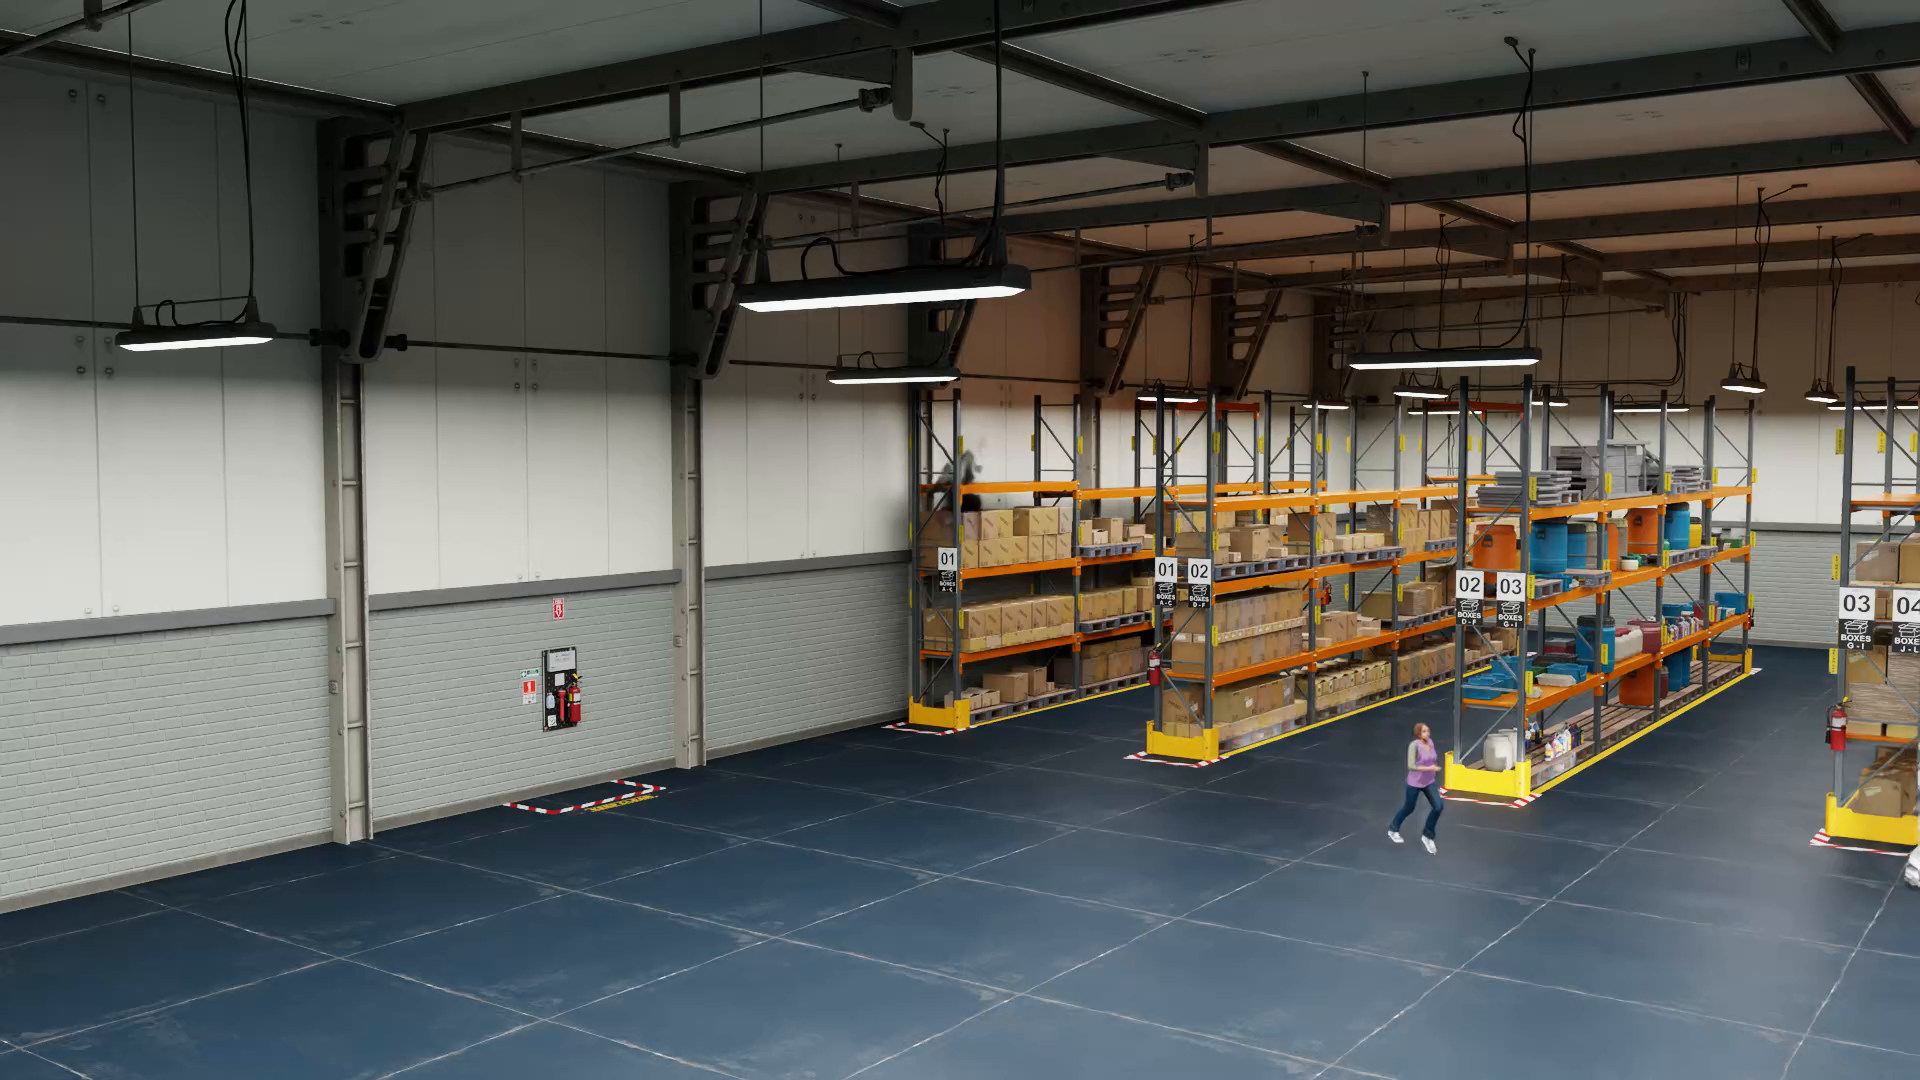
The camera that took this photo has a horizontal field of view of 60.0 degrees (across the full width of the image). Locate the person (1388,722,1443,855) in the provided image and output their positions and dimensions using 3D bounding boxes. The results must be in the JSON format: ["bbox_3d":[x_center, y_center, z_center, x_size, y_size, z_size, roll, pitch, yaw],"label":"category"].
[{"bbox_3d":[5.673,3.034,20.514,0.546,1.619,0.830,-2,4,-25],"label":"person"}]

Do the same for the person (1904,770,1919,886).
[{"bbox_3d":[10.952,3.049,18.510,0.683,1.734,0.827,-1,3,-10],"label":"person"}]
